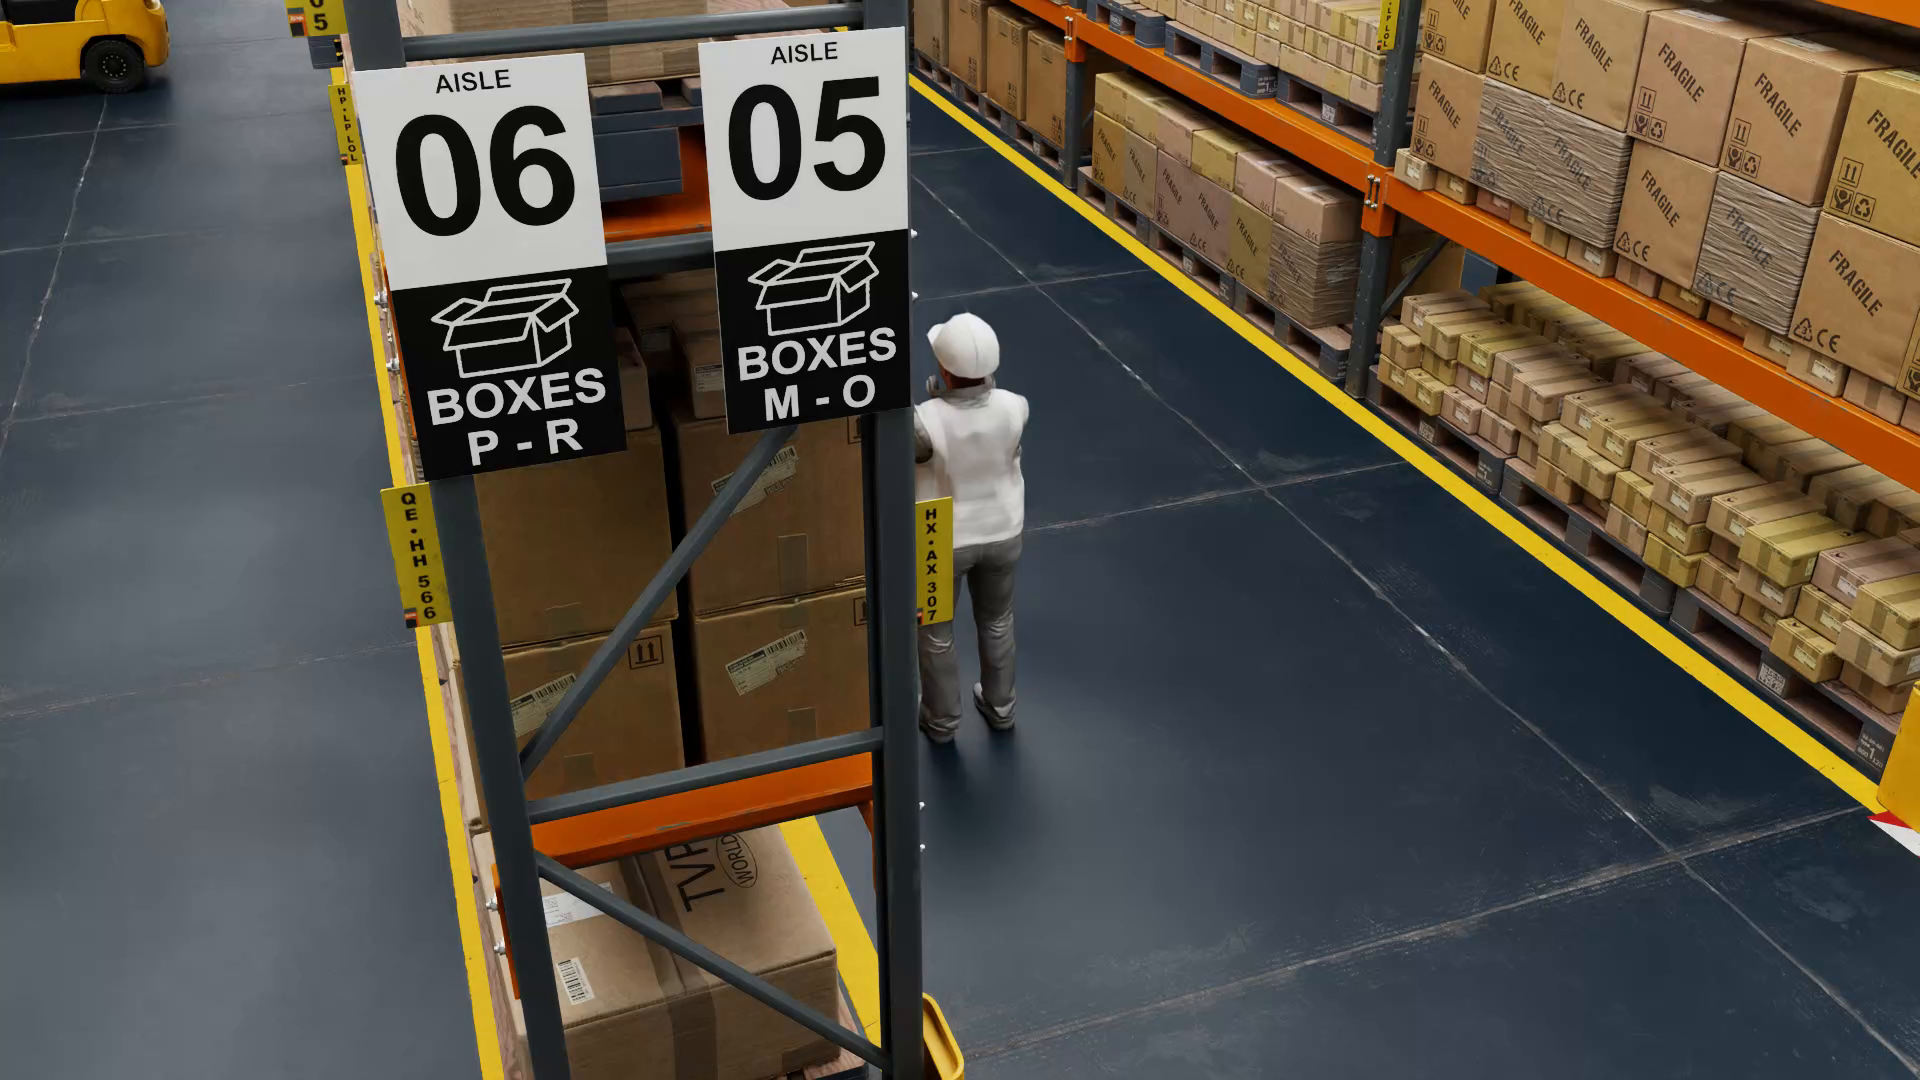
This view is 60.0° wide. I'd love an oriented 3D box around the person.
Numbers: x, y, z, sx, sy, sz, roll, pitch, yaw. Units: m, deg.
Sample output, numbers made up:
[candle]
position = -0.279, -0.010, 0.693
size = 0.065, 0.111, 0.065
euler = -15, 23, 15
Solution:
[person]
position = -0.027, -0.074, 6.241
size = 0.494, 1.762, 0.552
euler = -10, 31, -17
